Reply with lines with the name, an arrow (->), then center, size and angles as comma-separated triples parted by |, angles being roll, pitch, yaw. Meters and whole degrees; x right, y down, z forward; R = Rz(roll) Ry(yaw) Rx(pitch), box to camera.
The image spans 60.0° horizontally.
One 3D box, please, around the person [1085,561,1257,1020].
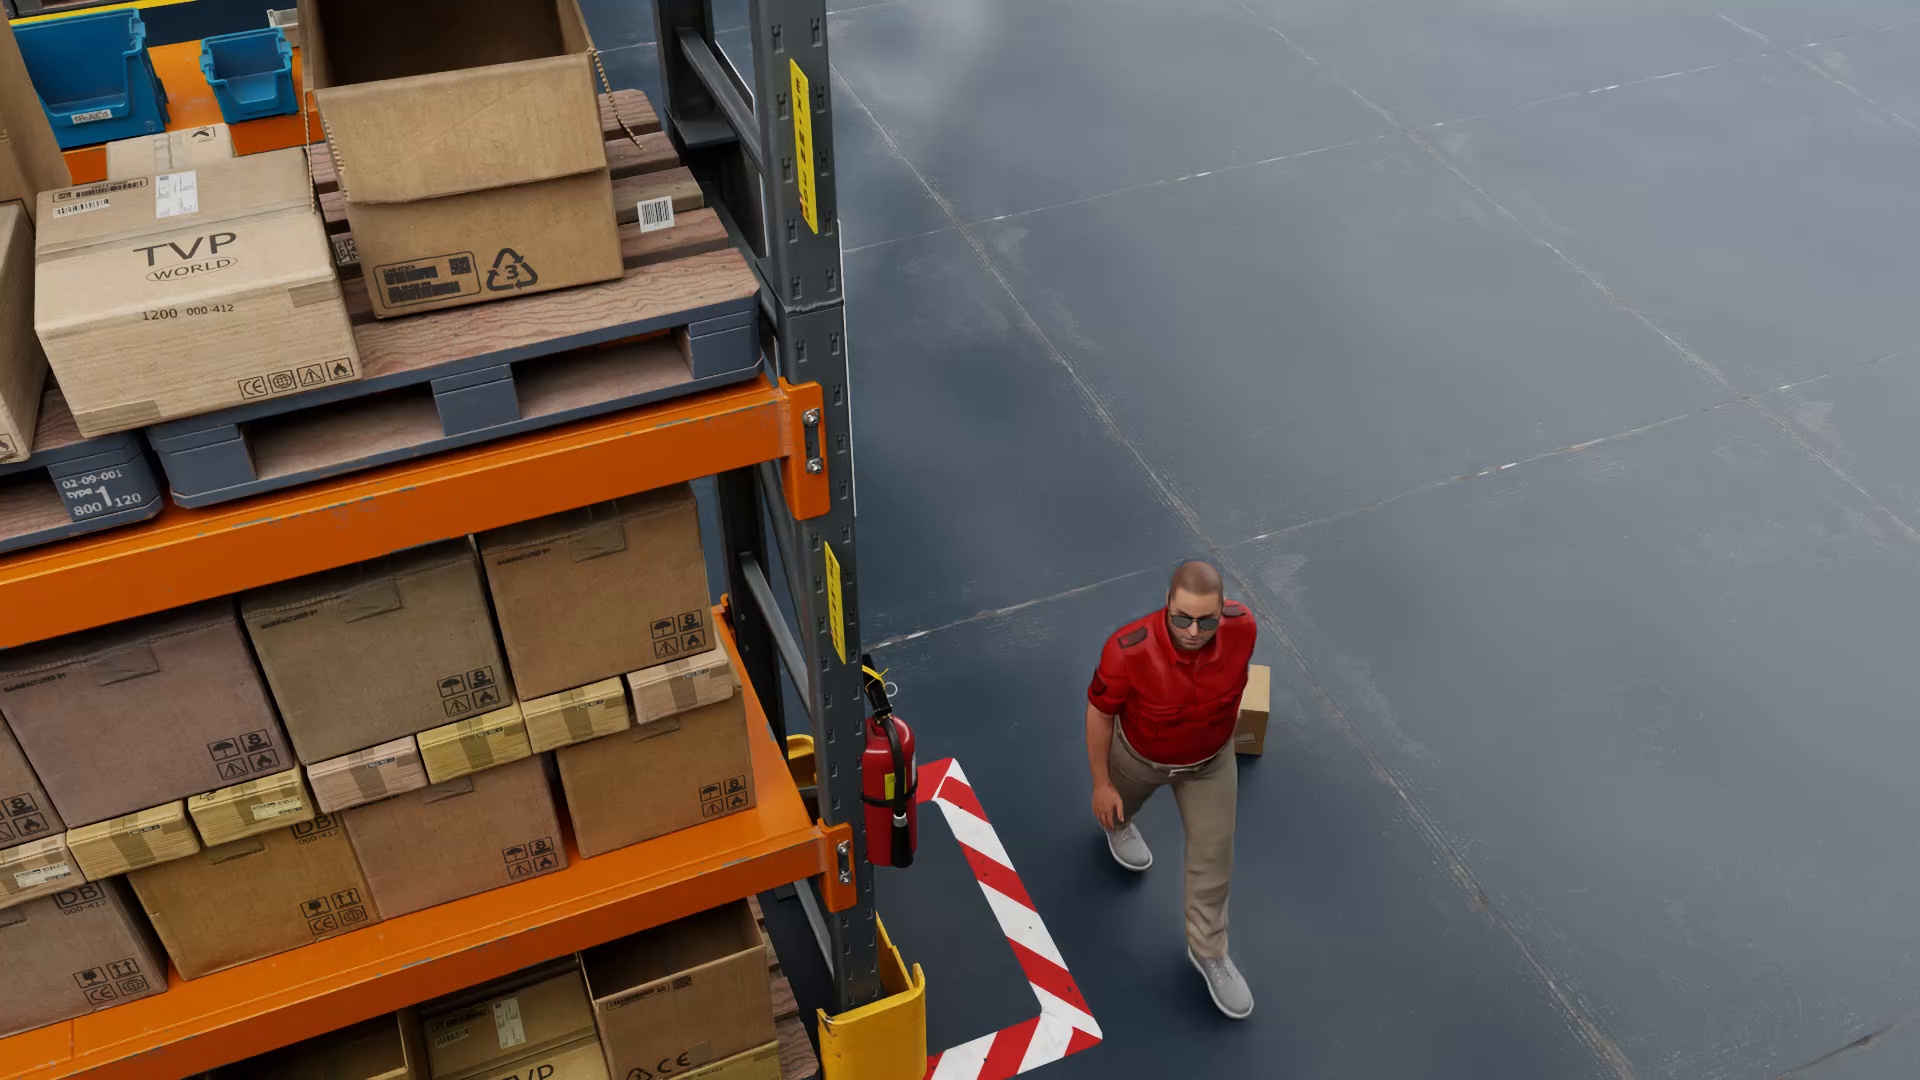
person -> 0.682, 0.700, 5.371 | 0.586, 1.668, 0.965 | -5, 42, -6
